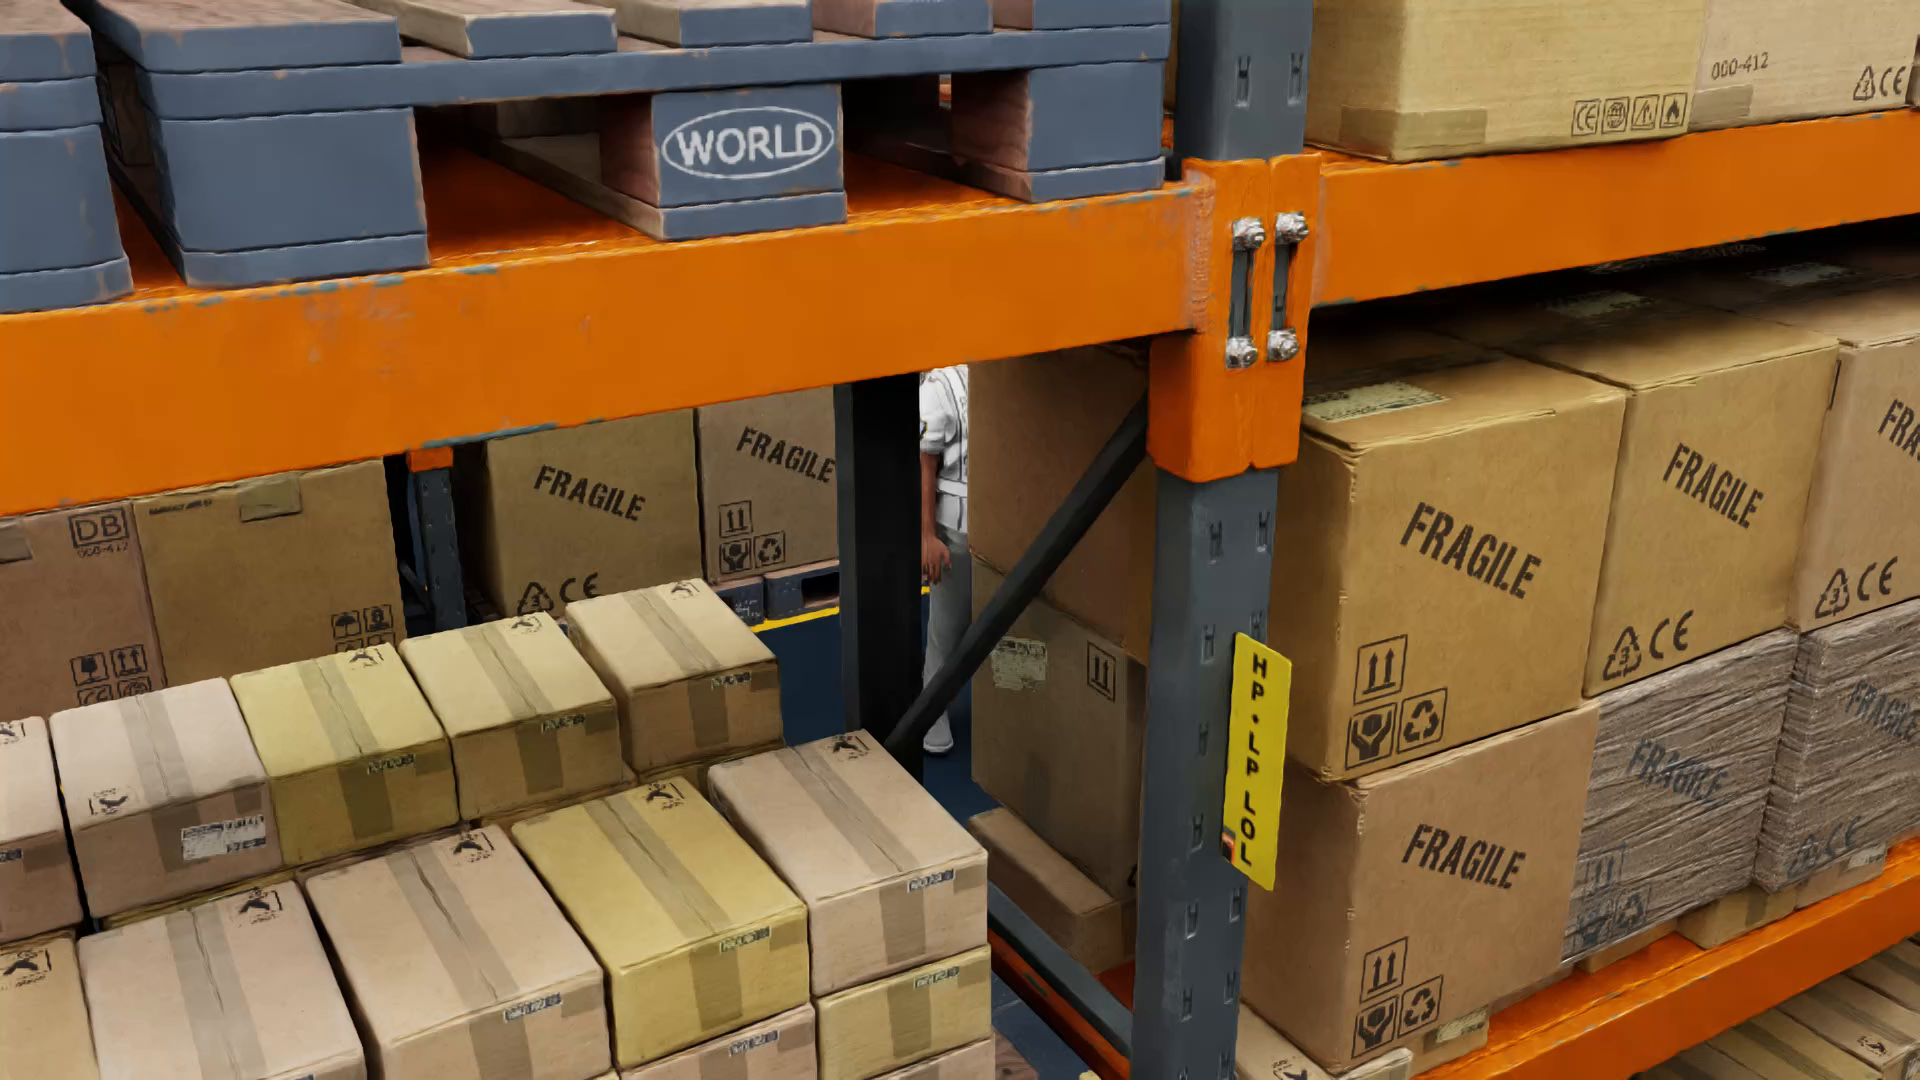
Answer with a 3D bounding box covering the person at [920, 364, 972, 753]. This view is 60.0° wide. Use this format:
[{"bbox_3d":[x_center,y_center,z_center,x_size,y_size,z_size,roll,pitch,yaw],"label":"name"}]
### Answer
[{"bbox_3d":[0.118,-0.066,6.184,0.614,1.762,0.487,-13,25,-29],"label":"person"}]
